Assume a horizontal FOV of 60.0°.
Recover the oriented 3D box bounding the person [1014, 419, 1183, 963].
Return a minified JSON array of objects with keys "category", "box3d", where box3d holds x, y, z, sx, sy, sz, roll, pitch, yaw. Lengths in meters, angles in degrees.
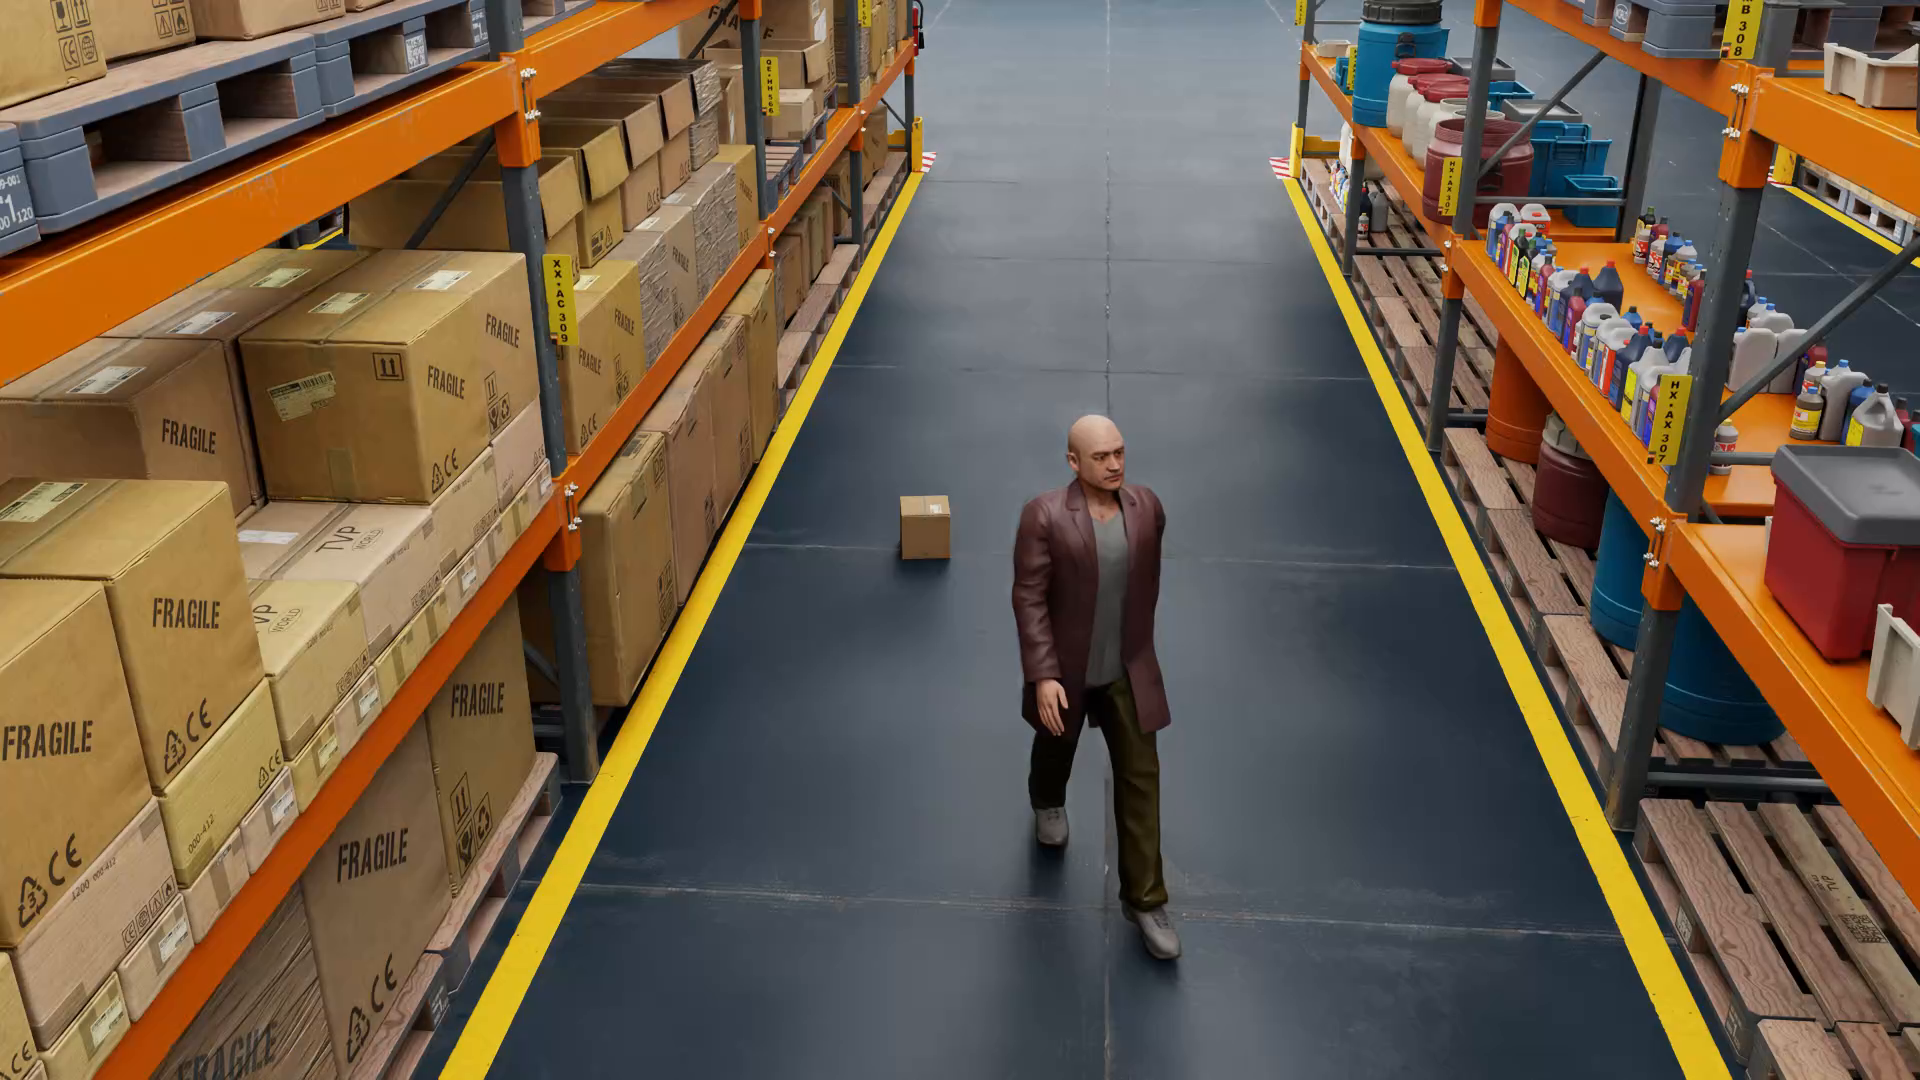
[{"category":"person","box3d":[0.465,0.447,5.609,0.567,1.719,1.106,-5,25,-10]}]
